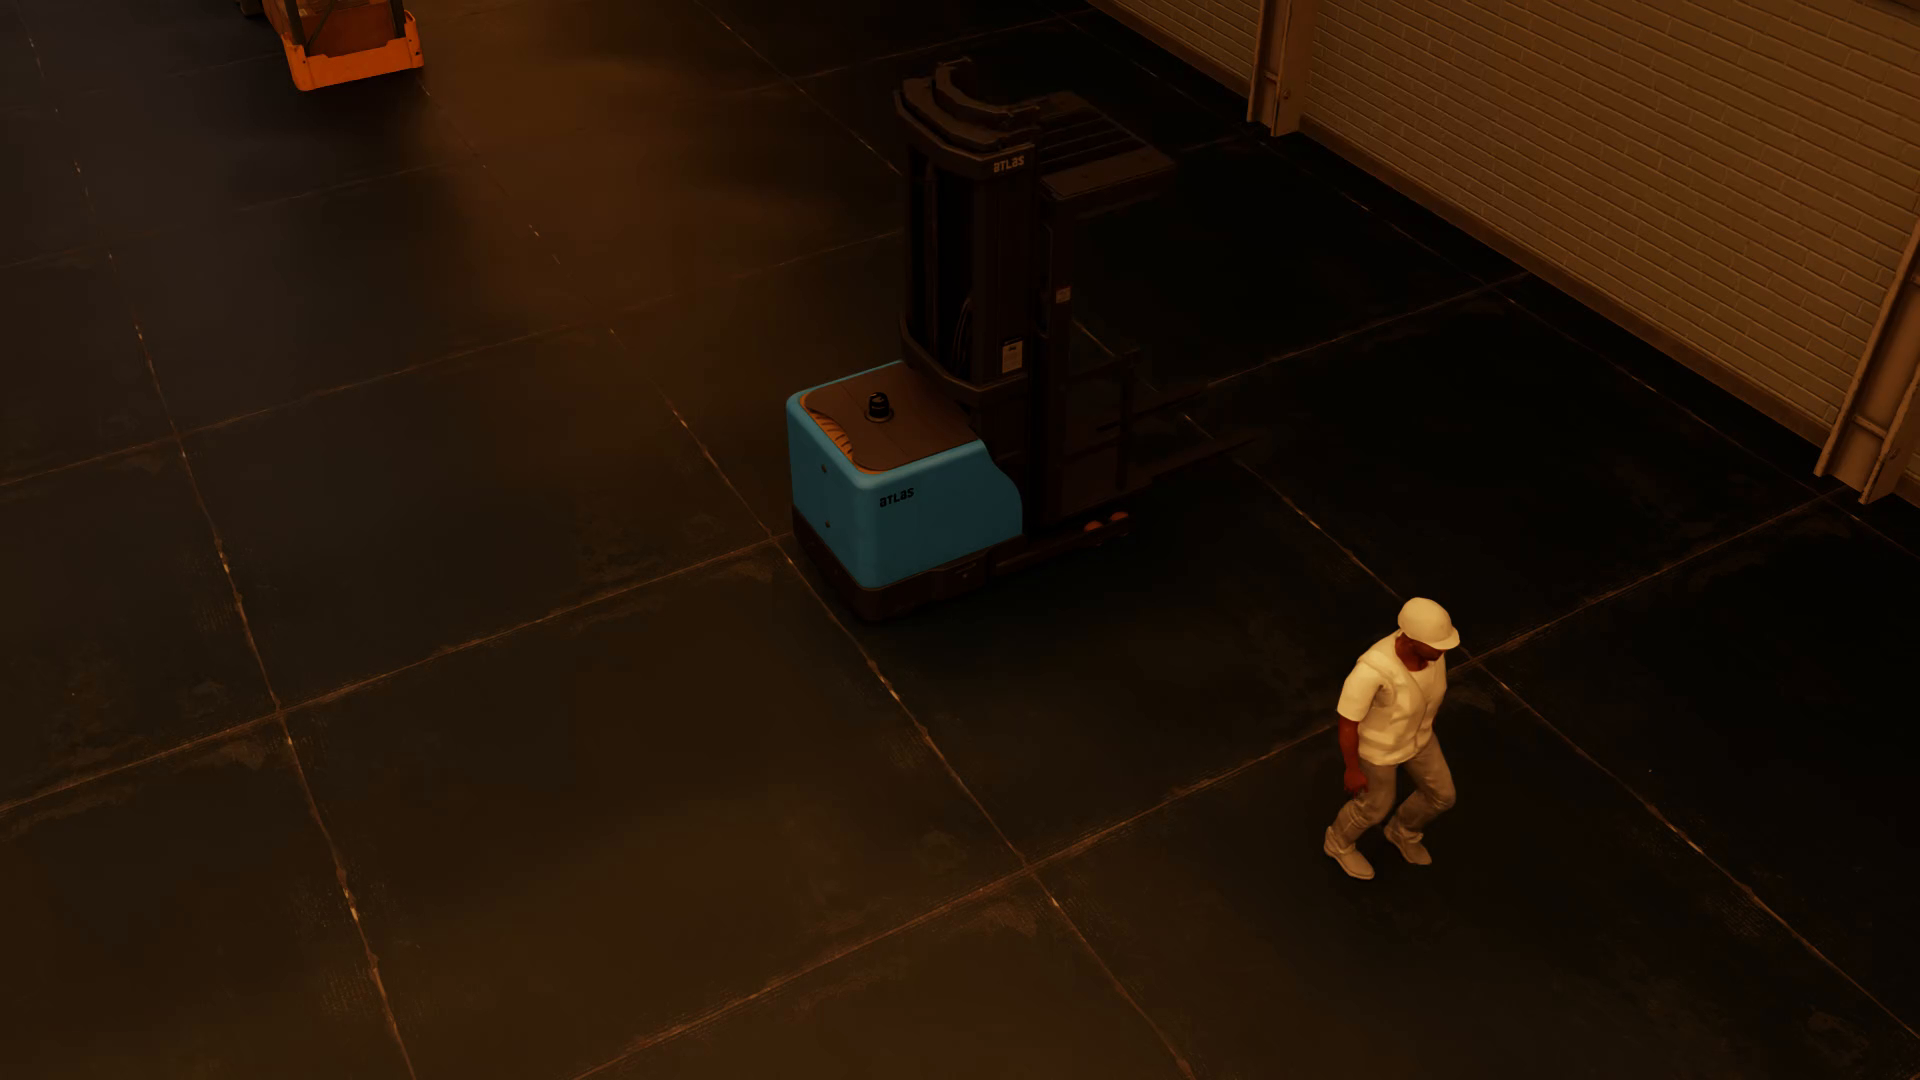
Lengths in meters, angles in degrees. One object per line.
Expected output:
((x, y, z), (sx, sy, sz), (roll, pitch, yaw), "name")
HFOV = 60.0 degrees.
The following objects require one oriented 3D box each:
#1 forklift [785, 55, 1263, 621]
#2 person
((0.502, -1.352, 9.666), (3.031, 2.935, 1.130), (-20, 44, -23), "forklift")
((2.067, 0.975, 7.824), (0.677, 1.786, 0.496), (-26, 46, -28), "person")
